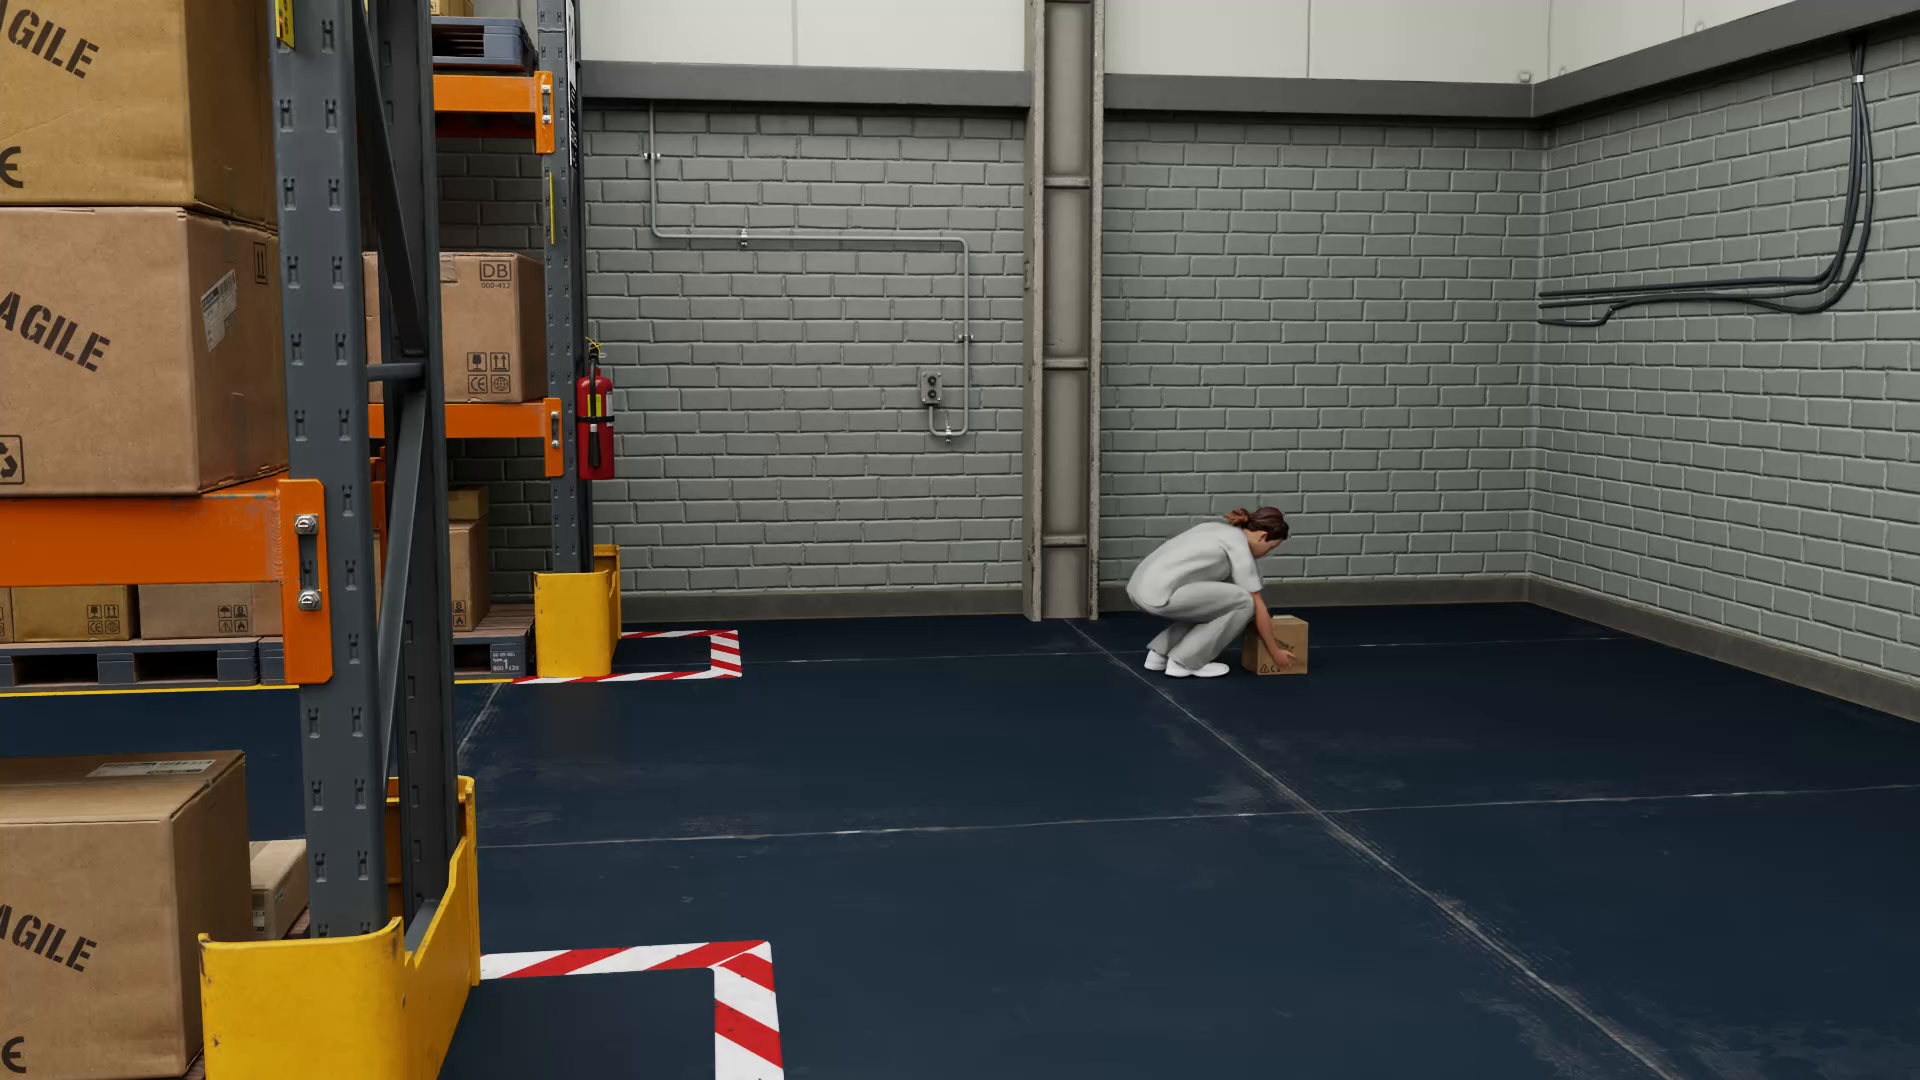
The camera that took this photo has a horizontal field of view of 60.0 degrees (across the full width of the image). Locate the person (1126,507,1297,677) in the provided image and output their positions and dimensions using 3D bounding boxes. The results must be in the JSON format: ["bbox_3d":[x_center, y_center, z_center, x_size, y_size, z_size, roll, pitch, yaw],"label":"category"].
[{"bbox_3d":[1.203,0.247,8.026,0.804,0.803,0.468,-1,7,-9],"label":"person"}]
